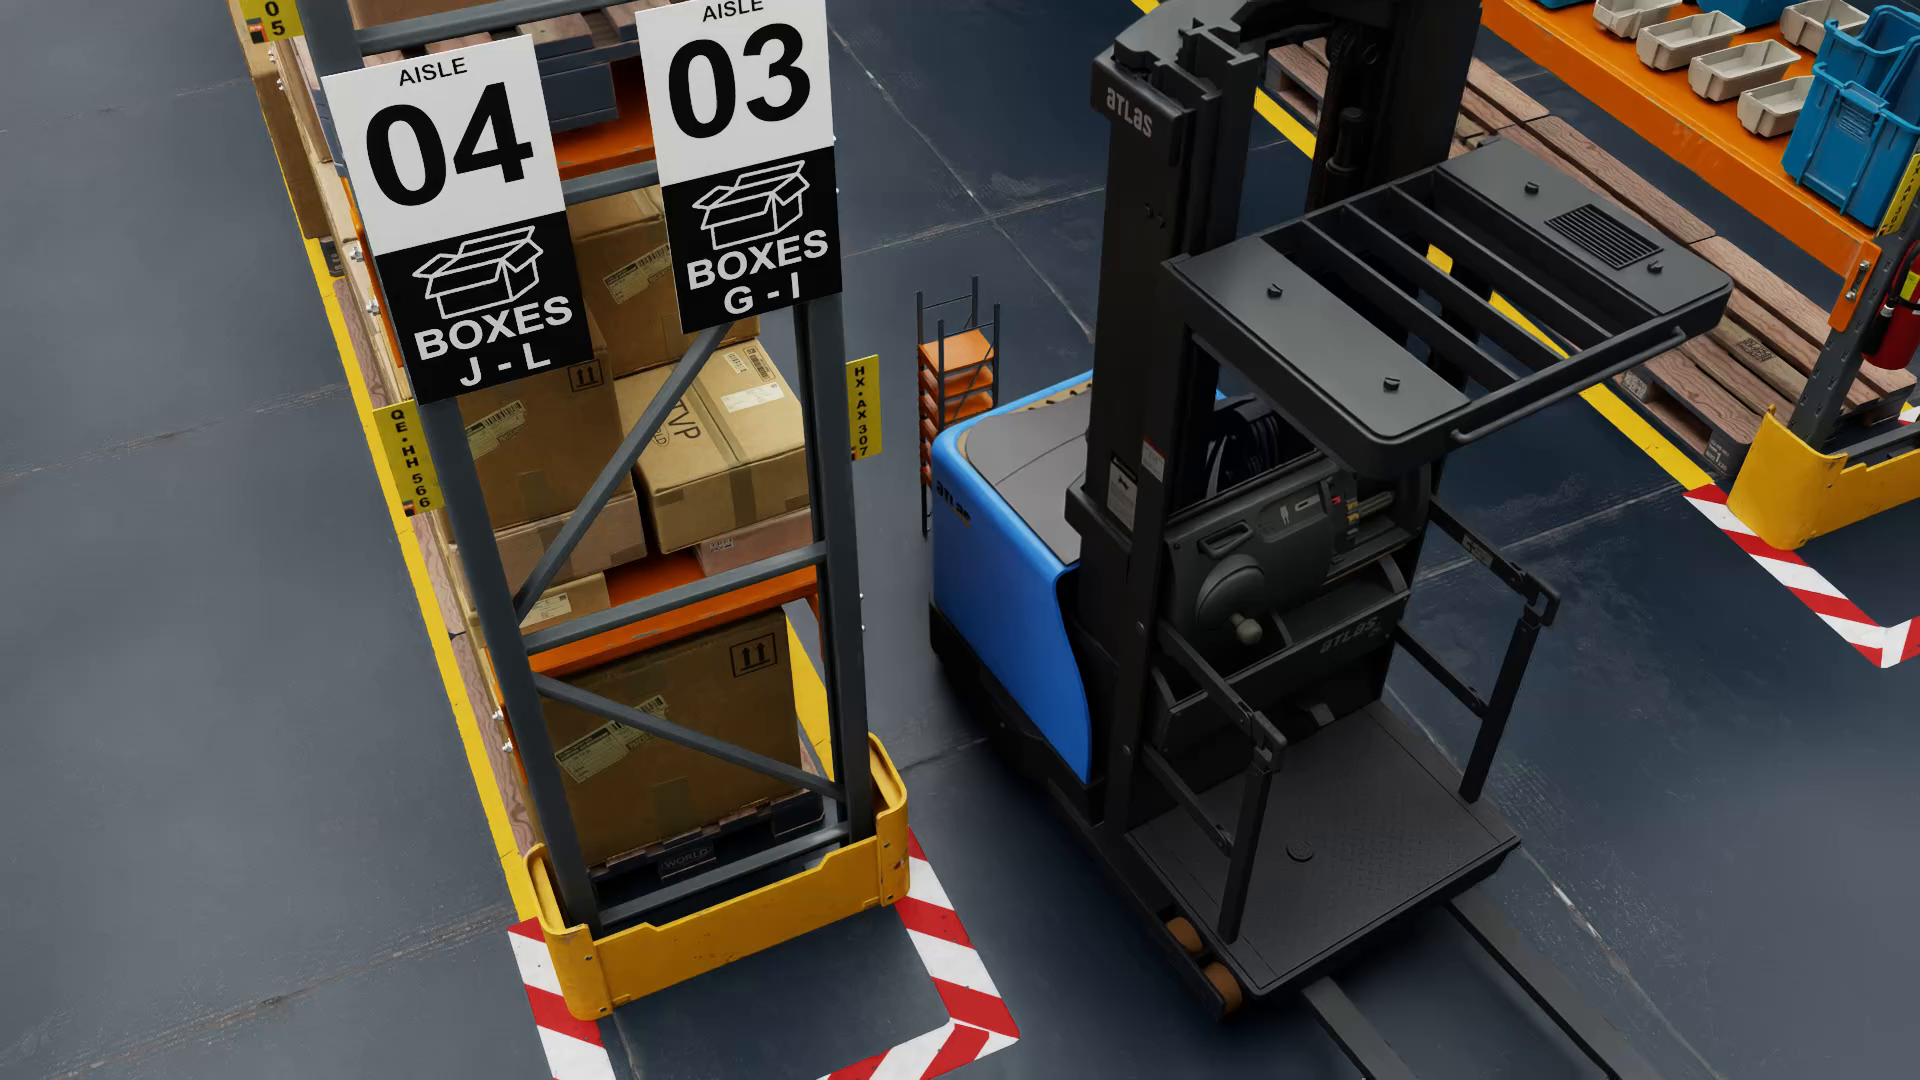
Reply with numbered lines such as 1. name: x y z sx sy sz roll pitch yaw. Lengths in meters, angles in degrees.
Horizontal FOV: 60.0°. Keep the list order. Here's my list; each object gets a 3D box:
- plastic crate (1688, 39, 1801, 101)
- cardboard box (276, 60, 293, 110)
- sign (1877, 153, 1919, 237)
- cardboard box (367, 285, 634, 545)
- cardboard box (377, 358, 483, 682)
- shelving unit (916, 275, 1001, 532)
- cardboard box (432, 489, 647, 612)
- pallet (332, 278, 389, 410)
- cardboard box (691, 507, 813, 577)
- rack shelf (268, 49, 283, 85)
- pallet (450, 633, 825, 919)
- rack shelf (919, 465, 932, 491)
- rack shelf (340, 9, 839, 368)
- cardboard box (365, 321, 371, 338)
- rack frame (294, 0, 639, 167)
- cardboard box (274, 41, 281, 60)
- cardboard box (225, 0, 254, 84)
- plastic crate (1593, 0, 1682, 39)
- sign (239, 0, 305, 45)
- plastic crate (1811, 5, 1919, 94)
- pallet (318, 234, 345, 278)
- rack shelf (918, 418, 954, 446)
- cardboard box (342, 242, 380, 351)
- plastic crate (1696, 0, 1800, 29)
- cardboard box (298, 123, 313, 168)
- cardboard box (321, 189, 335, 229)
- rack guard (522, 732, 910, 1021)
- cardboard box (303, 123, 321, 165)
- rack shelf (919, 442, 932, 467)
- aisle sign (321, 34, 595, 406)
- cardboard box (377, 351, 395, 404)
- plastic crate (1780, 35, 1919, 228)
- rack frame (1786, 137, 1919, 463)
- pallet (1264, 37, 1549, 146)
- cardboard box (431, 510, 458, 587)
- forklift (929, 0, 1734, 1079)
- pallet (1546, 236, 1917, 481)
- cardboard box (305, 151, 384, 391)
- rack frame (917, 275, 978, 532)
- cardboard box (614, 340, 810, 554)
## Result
1. plastic crate: 3.120 -1.885 6.669 0.396 0.136 0.243 -18 47 -17
2. cardboard box: -2.507 -1.845 6.663 0.380 0.149 0.250 -20 48 -19
3. sign: 3.244 -1.187 5.701 0.100 0.325 0.005 -18 47 -17
4. cardboard box: -1.201 -0.392 4.372 0.500 0.500 0.500 -17 47 -17
5. cardboard box: -1.482 -0.197 6.027 0.875 0.875 0.875 -18 47 -17
6. shelving unit: -0.006 -0.436 6.338 0.258 1.200 0.189 -18 47 -17
7. cardboard box: -1.203 -0.122 4.633 0.500 0.250 0.500 -19 48 -18
8. pallet: -2.191 -0.888 7.500 1.003 0.211 1.213 -18 47 -17
9. cardboard box: -0.608 -0.074 4.868 0.380 0.149 0.250 -18 47 -17
10. rack shelf: -3.281 -3.407 8.579 1.077 0.370 4.000 -18 47 -17
11. pallet: -1.165 0.667 5.924 1.003 0.211 1.213 -18 47 -17
12. rack shelf: -0.006 -0.234 6.538 0.258 0.103 0.180 -18 47 -17
13. rack shelf: -1.599 -1.925 4.942 1.077 0.370 4.000 -18 47 -17
14. cardboard box: -1.849 -0.854 5.658 0.380 0.149 0.250 -17 47 -17
15. rack frame: -0.758 -1.975 2.344 1.000 3.000 0.127 -18 47 -17
16. cardboard box: -2.270 -2.011 6.013 0.500 0.500 0.500 -18 47 -17
17. cardboard box: -3.104 -2.753 8.618 1.225 0.875 0.875 -20 48 -19
18. plastic crate: 2.839 -2.238 7.028 0.298 0.136 0.250 -18 47 -17
19. sign: -1.256 -1.043 2.961 0.100 0.325 0.005 -18 47 -17
20. plastic crate: 3.654 -1.938 6.655 0.416 0.233 0.300 -18 47 -17
21. pallet: -2.833 -1.865 8.490 1.003 0.211 1.213 -18 47 -17
22. rack shelf: -0.006 -0.405 6.369 0.258 0.103 0.180 -18 47 -17
23. cardboard box: -1.630 -0.770 5.290 0.500 0.250 0.500 -20 48 -19
24. plastic crate: 3.377 -2.357 7.080 0.416 0.233 0.300 -18 47 -17
25. cardboard box: -2.283 -1.510 6.324 0.380 0.149 0.250 -19 48 -18
26. cardboard box: -2.072 -1.186 5.996 0.380 0.149 0.250 -18 47 -17
27. rack guard: -0.748 1.066 5.314 1.175 0.500 0.348 -18 47 -17
28. cardboard box: -2.052 -1.417 5.946 0.500 0.250 0.500 -17 47 -16
29. rack shelf: -0.006 -0.319 6.453 0.258 0.103 0.180 -18 47 -17
30. aisle sign: -1.000 -0.630 3.402 0.394 0.787 0.004 -18 47 -17
31. cardboard box: -1.637 -0.530 5.330 0.380 0.149 0.250 -19 48 -18
32. plastic crate: 3.426 -1.494 6.061 0.616 0.435 0.499 -18 47 -17
33. rack frame: 3.736 -1.302 5.934 1.000 3.000 0.127 -18 47 -17
34. pallet: 2.398 -2.401 9.033 1.003 0.211 1.213 -18 47 -17
35. cardboard box: -1.317 -0.045 4.839 0.380 0.149 0.250 -18 47 -17
36. forklift: 1.087 0.070 4.592 1.130 2.935 3.031 -23 49 -22
37. pallet: 3.424 -0.846 7.458 1.003 0.211 1.213 -18 47 -17
38. cardboard box: -2.235 -1.337 7.183 0.875 0.875 0.875 -18 47 -17
39. rack frame: -0.045 -0.495 6.397 0.240 1.200 0.006 -18 47 -17
40. cardboard box: -0.715 -0.277 4.790 0.500 0.250 0.500 -19 48 -18
